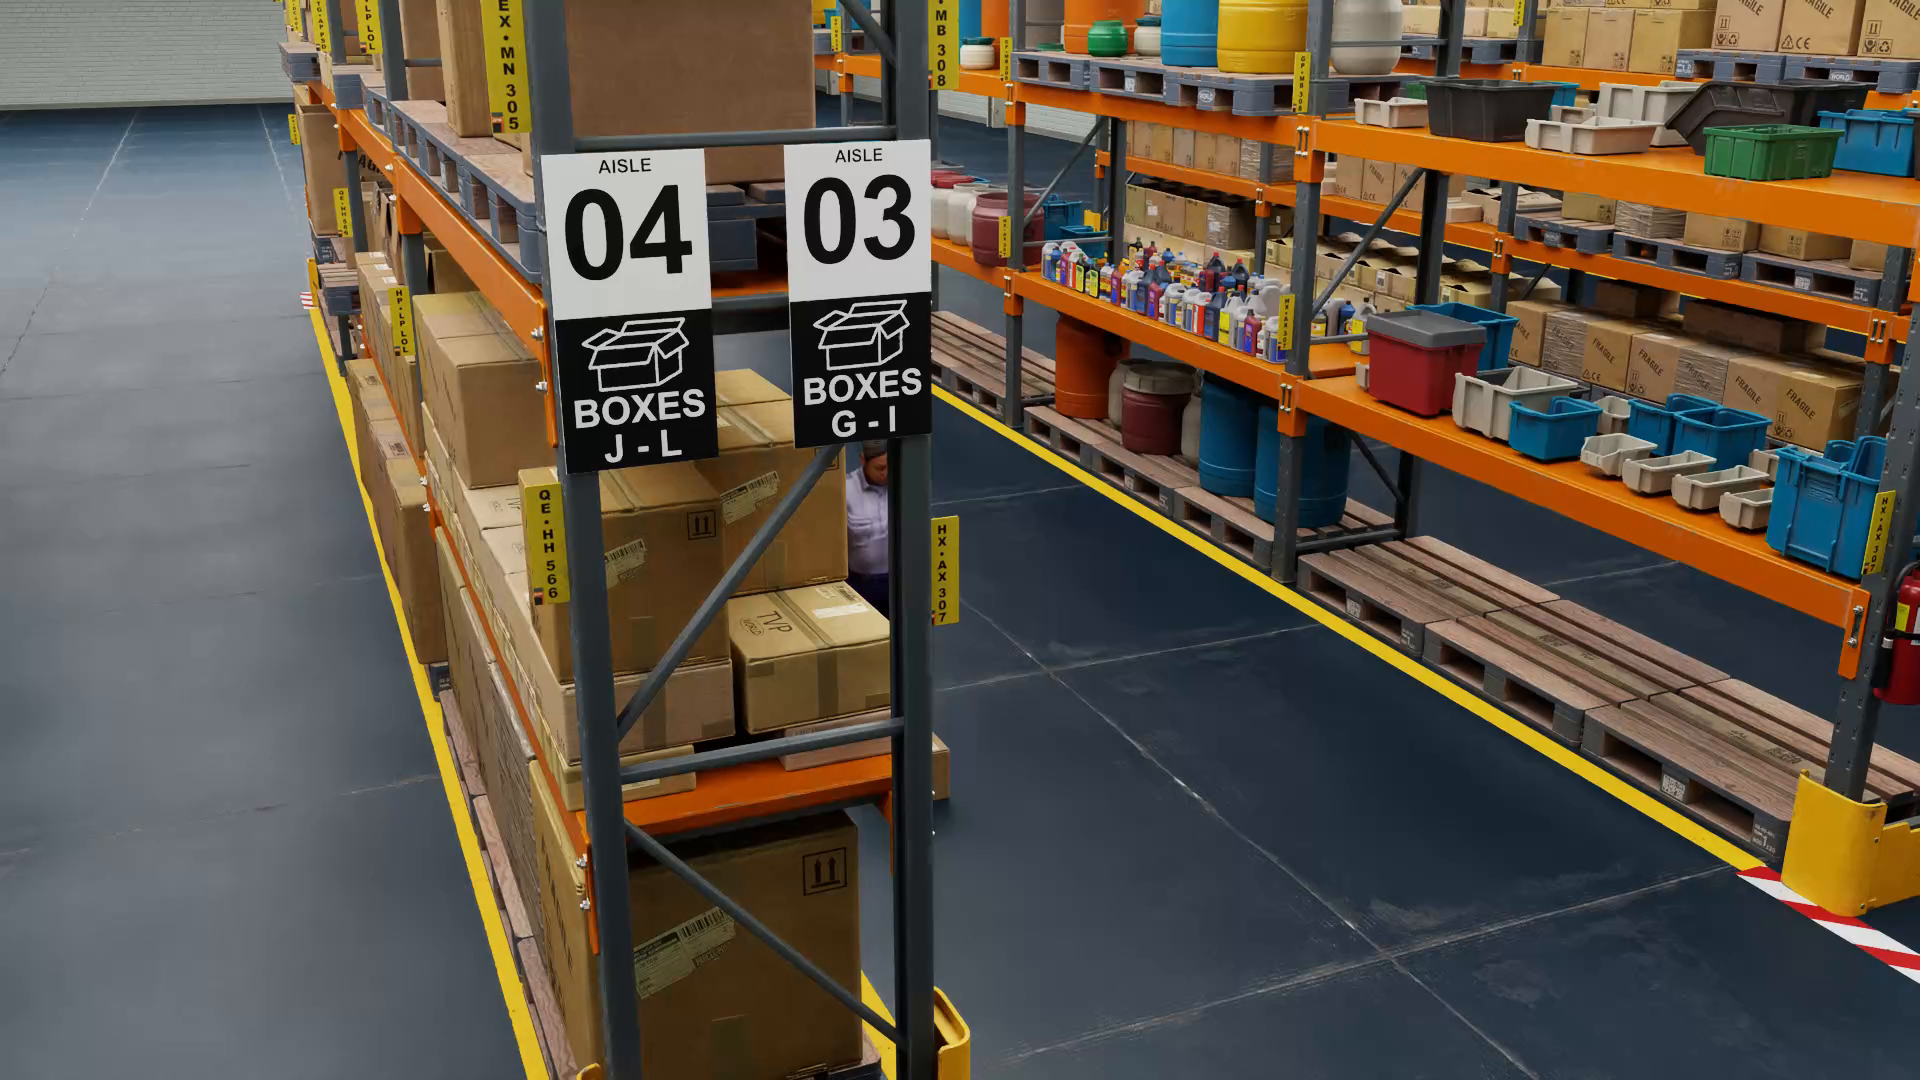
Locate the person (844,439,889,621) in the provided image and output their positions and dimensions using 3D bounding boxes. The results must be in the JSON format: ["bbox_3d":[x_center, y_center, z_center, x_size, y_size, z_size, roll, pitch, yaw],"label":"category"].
[{"bbox_3d":[-0.387,0.254,7.893,0.483,1.633,0.351,-7,20,-21],"label":"person"}]
